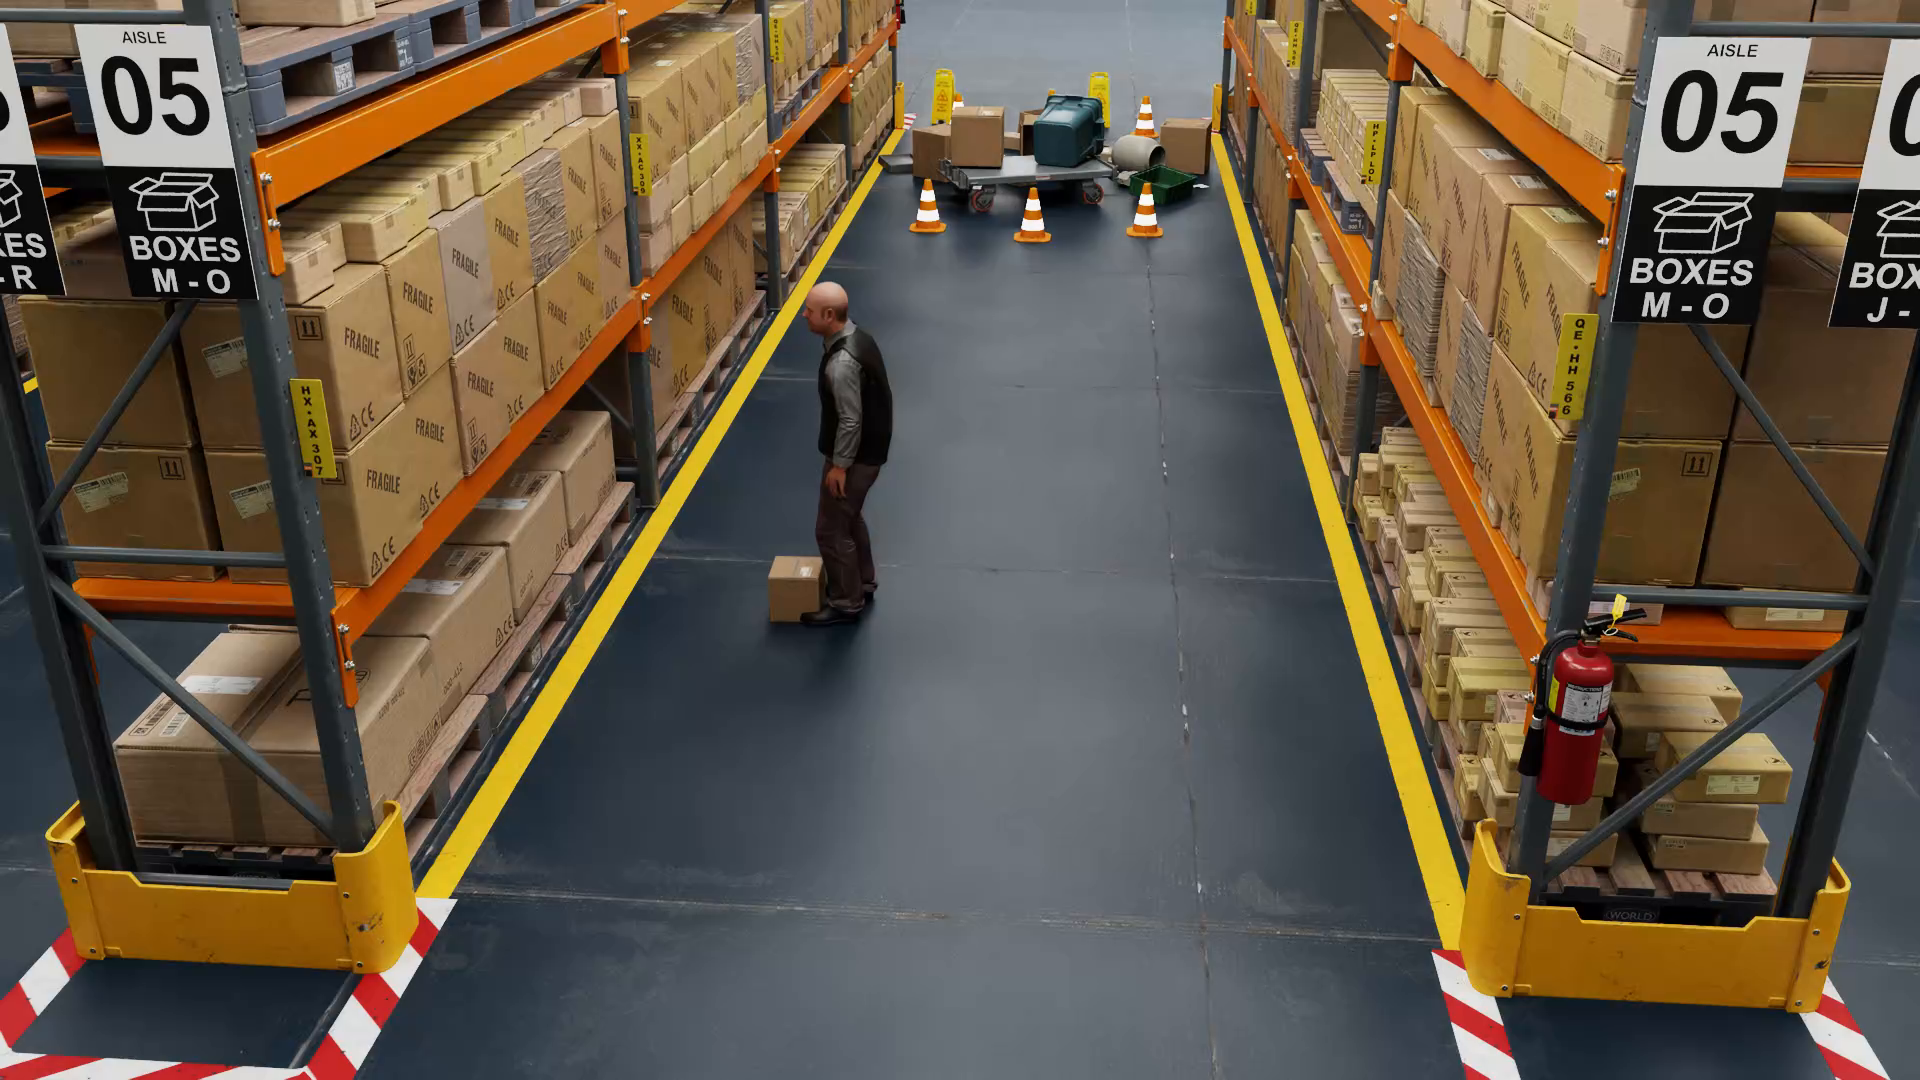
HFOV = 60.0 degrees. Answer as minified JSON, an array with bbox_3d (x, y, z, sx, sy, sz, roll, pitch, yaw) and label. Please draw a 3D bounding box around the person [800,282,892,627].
[{"bbox_3d":[-0.560,-0.414,8.049,0.475,1.719,0.581,1,24,1],"label":"person"}]
